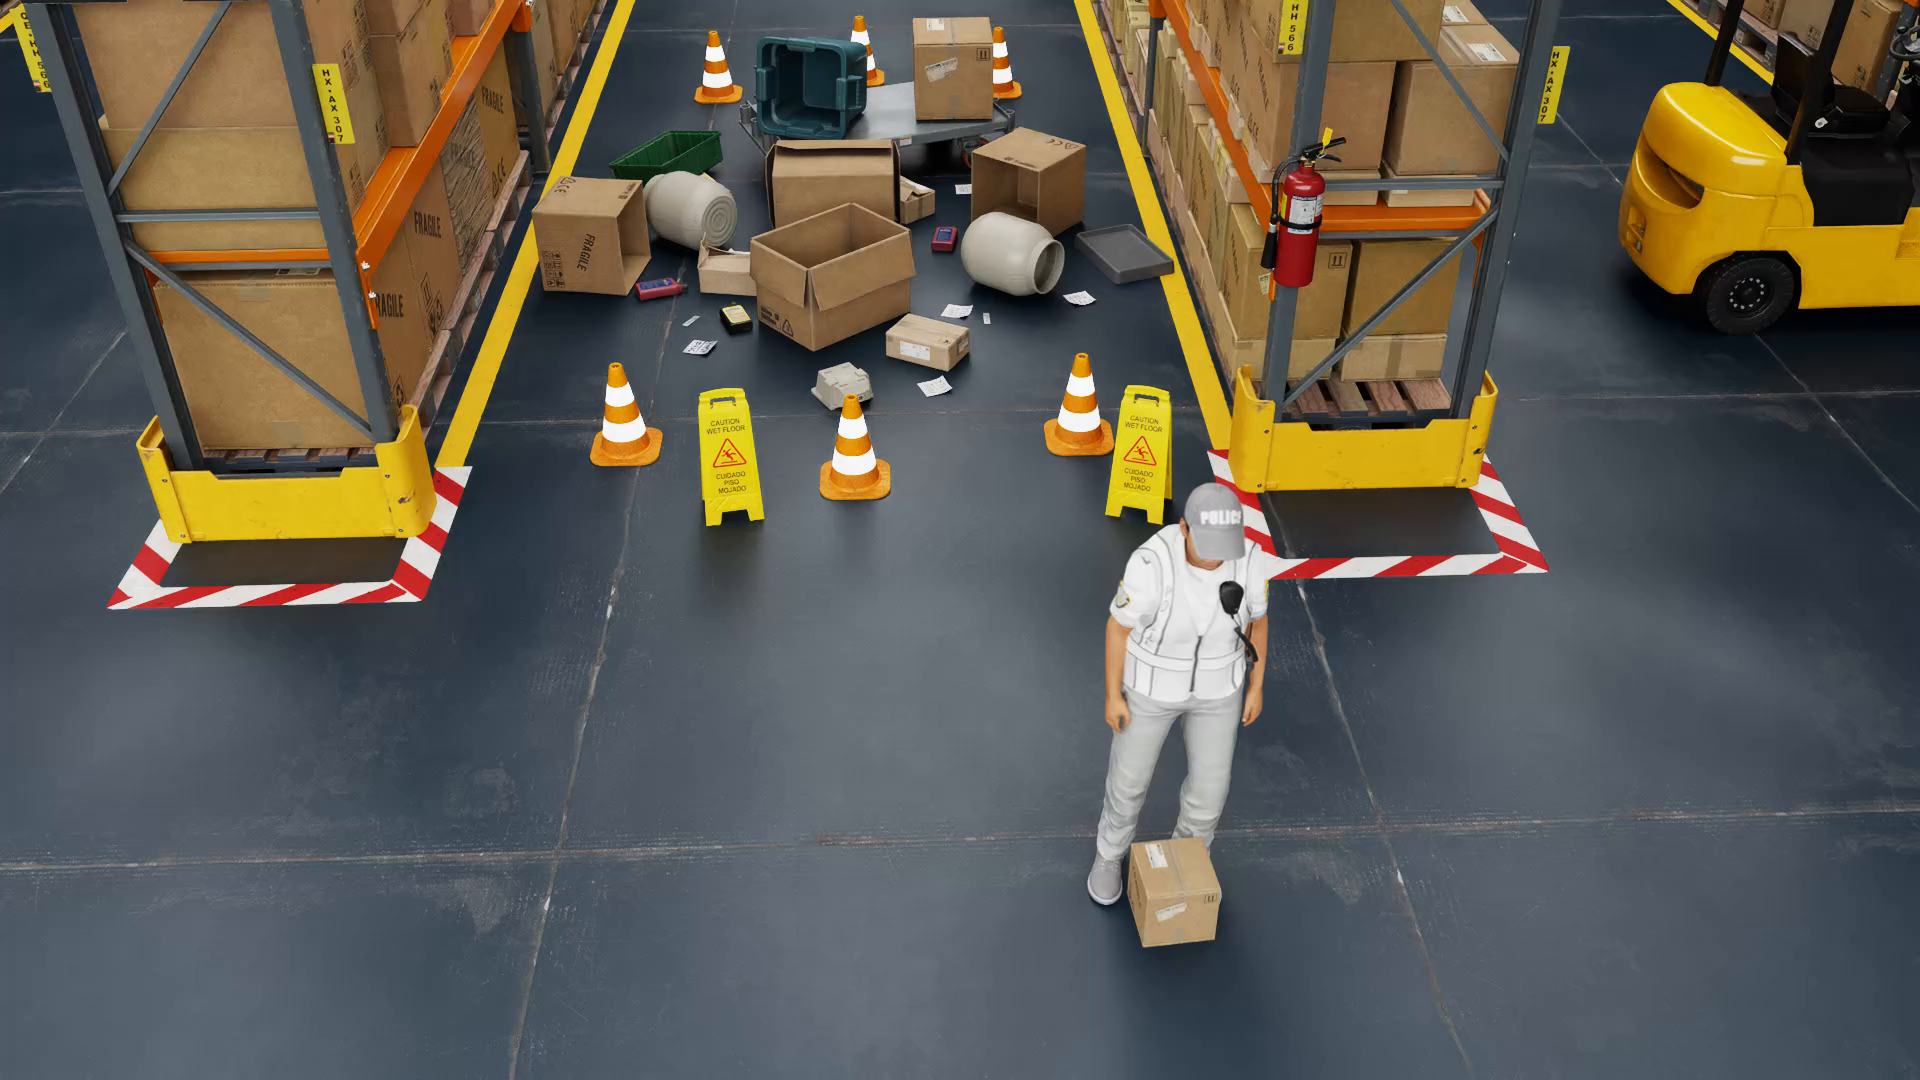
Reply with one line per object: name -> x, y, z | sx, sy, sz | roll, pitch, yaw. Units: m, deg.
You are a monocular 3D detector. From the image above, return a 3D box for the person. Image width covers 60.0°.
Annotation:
person -> 0.721, 0.497, 5.442 | 0.559, 1.667, 0.467 | -3, 36, -4
